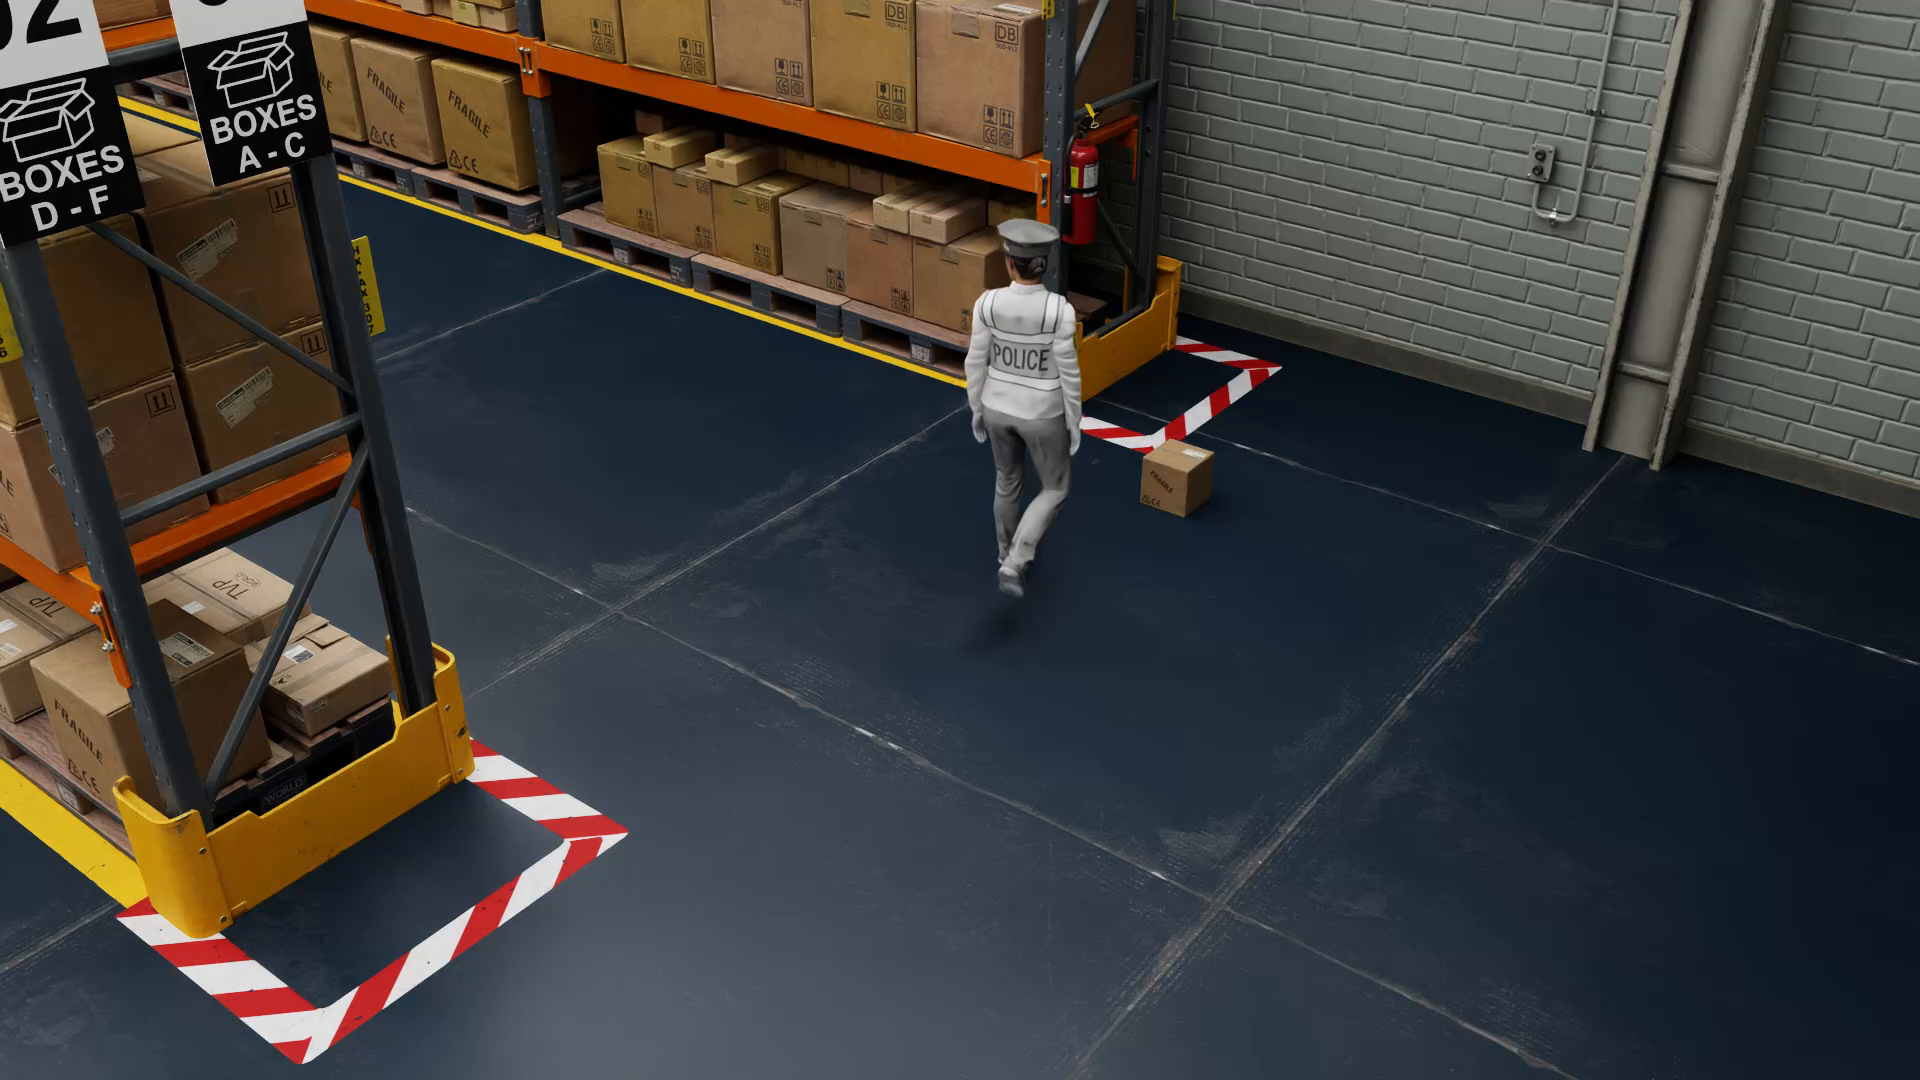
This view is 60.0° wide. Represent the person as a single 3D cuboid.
[{"bbox_3d":[0.261,-0.517,6.973,0.499,1.652,0.730,13,33,20],"label":"person"}]
